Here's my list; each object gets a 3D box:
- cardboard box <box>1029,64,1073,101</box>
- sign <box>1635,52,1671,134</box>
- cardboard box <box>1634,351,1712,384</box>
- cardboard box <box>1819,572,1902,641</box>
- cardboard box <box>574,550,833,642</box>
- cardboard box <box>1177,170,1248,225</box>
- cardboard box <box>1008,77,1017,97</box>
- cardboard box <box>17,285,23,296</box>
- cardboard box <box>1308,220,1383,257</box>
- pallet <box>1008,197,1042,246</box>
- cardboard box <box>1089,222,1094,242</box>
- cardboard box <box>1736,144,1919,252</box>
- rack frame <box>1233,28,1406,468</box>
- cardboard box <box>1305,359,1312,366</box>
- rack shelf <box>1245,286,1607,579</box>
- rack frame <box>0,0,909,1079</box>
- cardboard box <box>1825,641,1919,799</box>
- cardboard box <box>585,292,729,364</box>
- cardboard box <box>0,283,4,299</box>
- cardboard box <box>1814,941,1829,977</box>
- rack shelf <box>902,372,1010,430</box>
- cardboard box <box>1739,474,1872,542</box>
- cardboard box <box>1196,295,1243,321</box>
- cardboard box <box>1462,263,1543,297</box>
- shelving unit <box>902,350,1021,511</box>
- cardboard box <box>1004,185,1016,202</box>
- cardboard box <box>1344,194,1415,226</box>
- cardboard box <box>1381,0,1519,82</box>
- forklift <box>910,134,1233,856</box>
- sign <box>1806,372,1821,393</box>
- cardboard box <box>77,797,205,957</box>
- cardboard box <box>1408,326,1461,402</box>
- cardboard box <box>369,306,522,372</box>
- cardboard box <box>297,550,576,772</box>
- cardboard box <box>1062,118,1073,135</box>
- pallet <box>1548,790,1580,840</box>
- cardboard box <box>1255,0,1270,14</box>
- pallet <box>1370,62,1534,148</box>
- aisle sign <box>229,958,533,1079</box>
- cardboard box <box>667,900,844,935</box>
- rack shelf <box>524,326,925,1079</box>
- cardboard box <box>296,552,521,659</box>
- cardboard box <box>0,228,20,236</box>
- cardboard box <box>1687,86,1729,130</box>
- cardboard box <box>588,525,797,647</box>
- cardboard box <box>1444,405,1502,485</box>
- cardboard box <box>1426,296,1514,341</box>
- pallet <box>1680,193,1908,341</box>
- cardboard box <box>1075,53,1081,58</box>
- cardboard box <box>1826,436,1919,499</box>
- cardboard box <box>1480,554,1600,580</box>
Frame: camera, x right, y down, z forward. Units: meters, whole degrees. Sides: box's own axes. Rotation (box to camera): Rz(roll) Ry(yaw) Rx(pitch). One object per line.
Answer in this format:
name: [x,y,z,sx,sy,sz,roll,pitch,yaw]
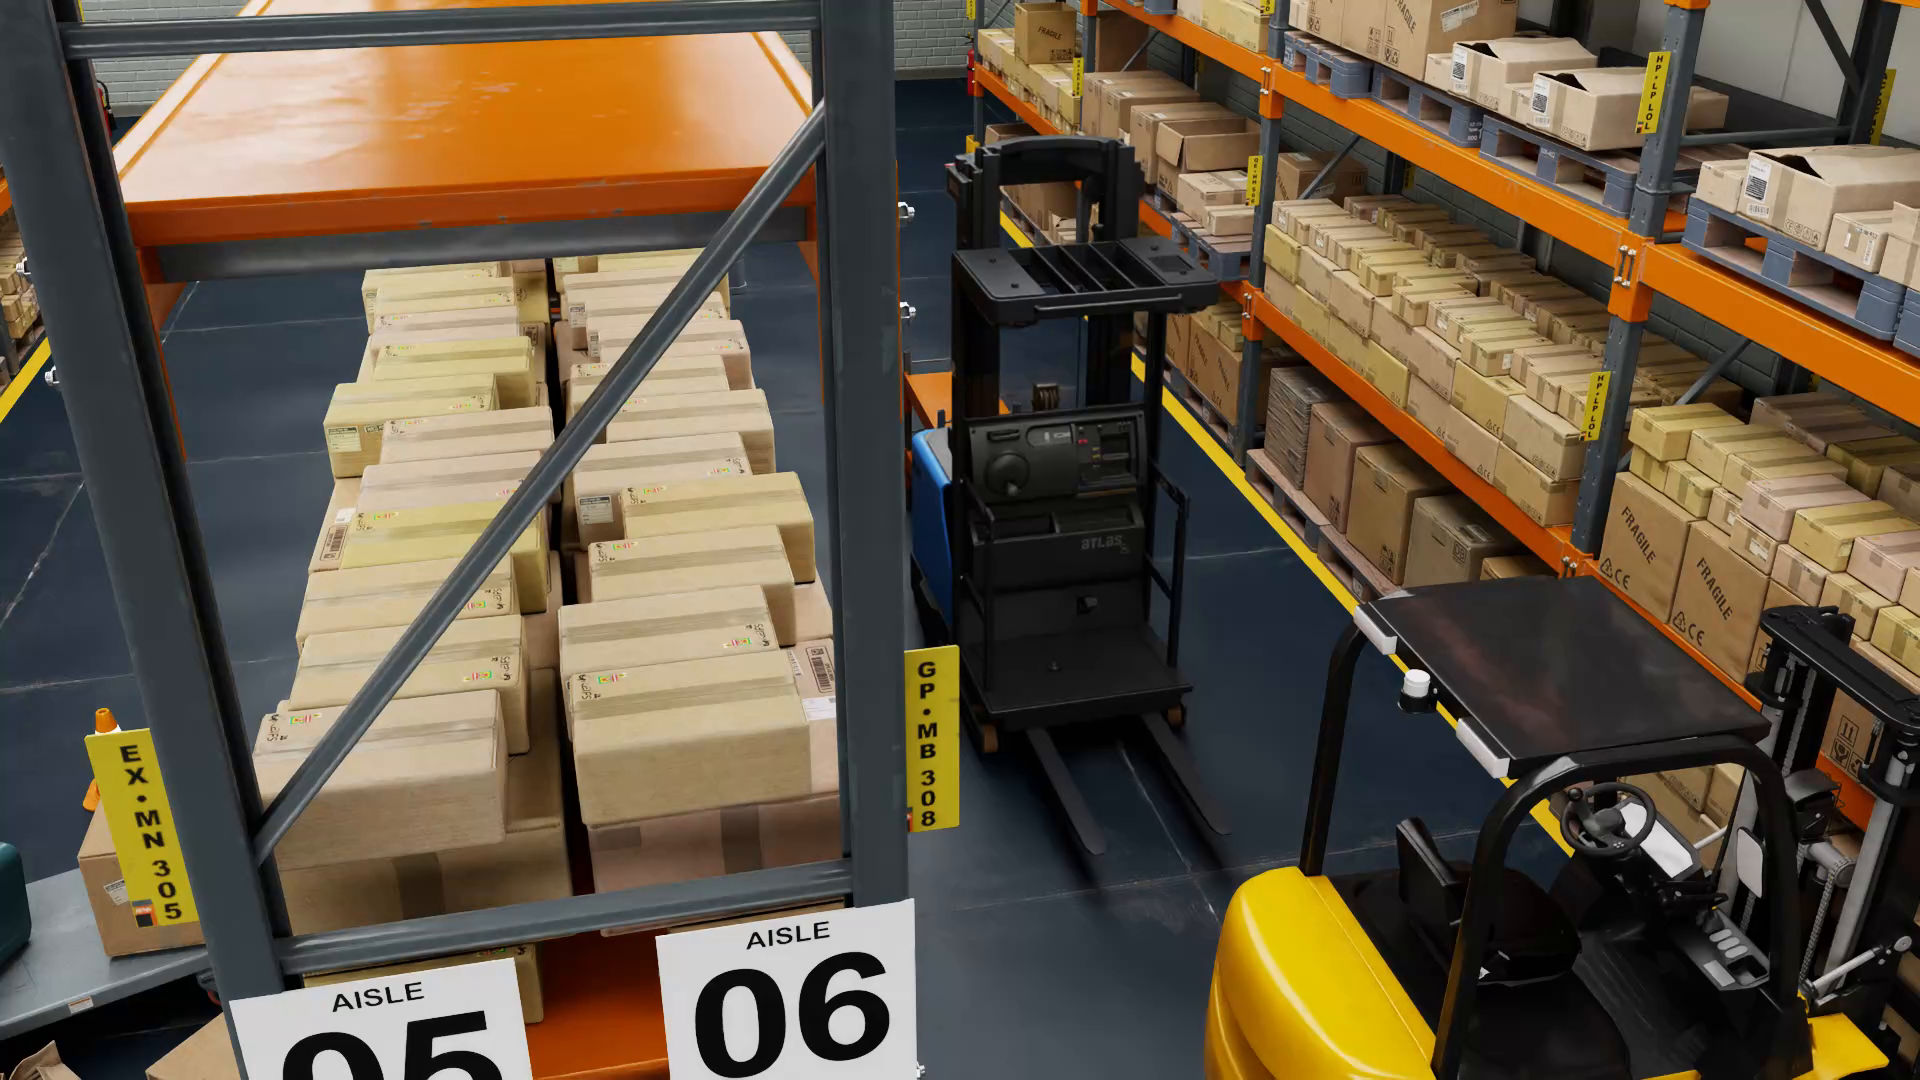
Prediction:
cardboard box: [0.973,-4.387,15.949,0.500,0.250,0.500,-6,27,-12]
sign: [2.828,-1.822,6.780,0.100,0.325,0.005,-6,27,-12]
cardboard box: [3.475,-0.805,8.185,0.380,0.149,0.250,-7,28,-13]
cardboard box: [3.431,0.226,6.143,0.380,0.149,0.250,-7,28,-13]
cardboard box: [-0.537,0.215,3.502,0.500,0.250,0.500,-6,27,-12]
cardboard box: [1.900,-2.478,12.031,0.500,0.250,0.500,-7,28,-14]
cardboard box: [0.699,-4.585,16.783,0.380,0.149,0.250,-7,28,-13]
cardboard box: [-8.088,-2.075,13.900,0.380,0.149,0.250,-6,27,-12]
cardboard box: [2.382,-1.865,10.284,0.380,0.149,0.250,-5,27,-10]
pallet: [1.120,-3.277,17.008,1.003,0.211,1.213,-6,27,-12]
cardboard box: [1.442,-2.520,14.721,0.500,0.500,0.500,-5,27,-9]
cardboard box: [3.305,-1.313,6.215,0.500,0.311,0.500,-5,27,-11]
rack frame: [2.453,-1.927,11.240,1.000,3.000,0.127,-6,27,-12]
cardboard box: [2.631,-1.212,12.131,0.500,0.500,0.500,-5,27,-10]
rack shelf: [2.904,-0.728,9.662,1.077,0.370,4.000,-6,27,-12]
rack frame: [-0.579,-0.588,1.928,1.000,3.000,0.127,-6,27,-12]
cardboard box: [3.542,0.677,5.968,0.500,0.500,0.500,-6,27,-11]
cardboard box: [-0.838,-0.569,4.613,0.380,0.149,0.250,-6,27,-11]
cardboard box: [-7.959,-1.983,13.388,0.380,0.149,0.250,-5,27,-9]
cardboard box: [3.493,1.554,6.373,0.500,0.250,0.500,-6,27,-12]
rack shelf: [-0.002,-0.766,10.371,0.538,0.278,1.000,-6,27,-12]
cardboard box: [3.309,-0.128,6.514,0.380,0.149,0.250,-5,27,-10]
cardboard box: [1.987,-1.716,12.410,0.380,0.149,0.250,-7,28,-13]
cardboard box: [3.089,-1.467,9.497,0.380,0.149,0.250,-5,27,-10]
shelving unit: [-0.002,-0.505,10.502,0.538,1.125,1.048,-6,27,-12]
cardboard box: [0.851,-3.854,17.364,0.700,0.500,0.500,-5,27,-9]
cardboard box: [2.724,-2.139,10.829,0.380,0.149,0.250,-5,27,-10]
cardboard box: [2.609,-2.754,8.860,0.500,0.500,0.500,-5,27,-10]
forklift: [0.557,-0.395,8.280,1.130,2.935,3.031,-6,27,-12]
sign: [3.895,-0.650,7.661,0.100,0.325,0.005,-6,27,-12]
cardboard box: [-3.208,1.306,6.767,0.500,0.500,0.500,-6,27,-12]
cardboard box: [2.762,-0.967,8.949,0.500,0.250,0.500,-5,27,-11]
cardboard box: [-1.381,-0.511,4.499,0.380,0.149,0.250,-6,27,-12]
cardboard box: [-1.056,0.266,3.402,0.500,0.250,0.500,-6,27,-12]
cardboard box: [1.154,-3.798,15.224,0.380,0.149,0.250,-5,27,-10]
pallet: [3.493,1.427,7.689,1.003,0.211,1.213,-6,27,-12]
cardboard box: [2.139,-3.509,10.768,0.380,0.149,0.250,-5,27,-11]
pallet: [2.948,-2.403,9.062,1.003,0.211,1.213,-5,27,-9]
aisle sign: [-0.848,0.986,2.582,0.394,0.787,0.004,-6,27,-12]
cardboard box: [-0.337,0.685,3.014,0.380,0.149,0.250,-6,27,-12]
rack shelf: [-1.030,0.194,4.506,1.077,0.370,4.000,-6,27,-12]
cardboard box: [-1.039,0.162,3.166,0.380,0.149,0.250,-6,27,-12]
cardboard box: [-8.286,-2.672,14.753,0.380,0.149,0.250,-6,27,-11]
cardboard box: [3.355,-2.023,7.802,0.380,0.149,0.250,-6,27,-12]
cardboard box: [-0.529,0.106,3.277,0.380,0.149,0.250,-6,27,-12]
cardboard box: [2.868,-0.519,8.616,0.500,0.250,0.500,-6,27,-12]
cardboard box: [2.745,-1.191,8.950,0.380,0.149,0.250,-6,27,-11]
pallet: [3.572,-1.099,6.368,1.003,0.211,1.213,-6,27,-12]
cardboard box: [1.352,-4.656,16.483,0.500,0.250,0.500,-6,27,-12]
cardboard box: [3.810,-0.300,6.854,0.380,0.149,0.250,-6,27,-12]
cardboard box: [3.226,0.473,8.653,0.875,0.625,0.625,-5,27,-9]
